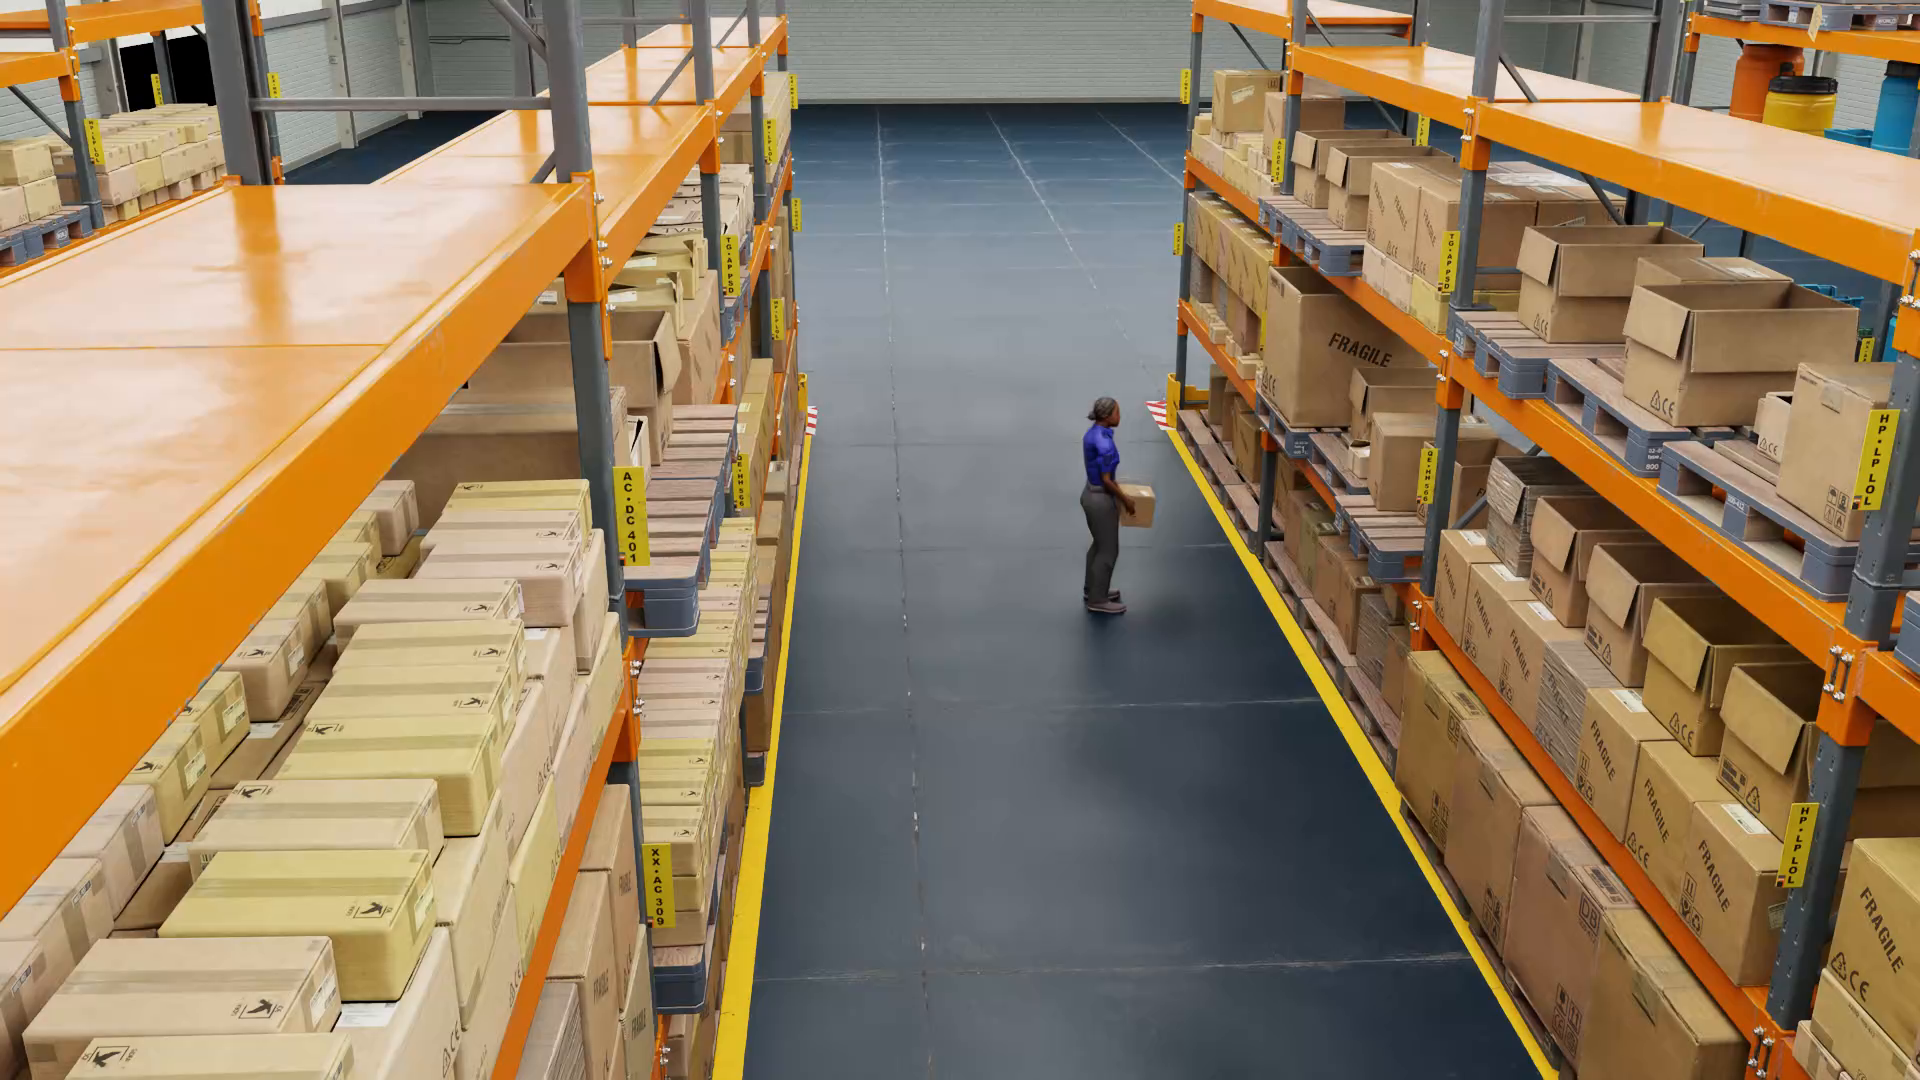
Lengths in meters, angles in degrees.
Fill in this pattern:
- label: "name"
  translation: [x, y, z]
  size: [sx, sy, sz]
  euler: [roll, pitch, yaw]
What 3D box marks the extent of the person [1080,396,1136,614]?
- label: "person"
  translation: [1.126, -0.288, 12.663]
  size: [0.405, 1.663, 0.479]
  euler: [-1, 21, -4]
